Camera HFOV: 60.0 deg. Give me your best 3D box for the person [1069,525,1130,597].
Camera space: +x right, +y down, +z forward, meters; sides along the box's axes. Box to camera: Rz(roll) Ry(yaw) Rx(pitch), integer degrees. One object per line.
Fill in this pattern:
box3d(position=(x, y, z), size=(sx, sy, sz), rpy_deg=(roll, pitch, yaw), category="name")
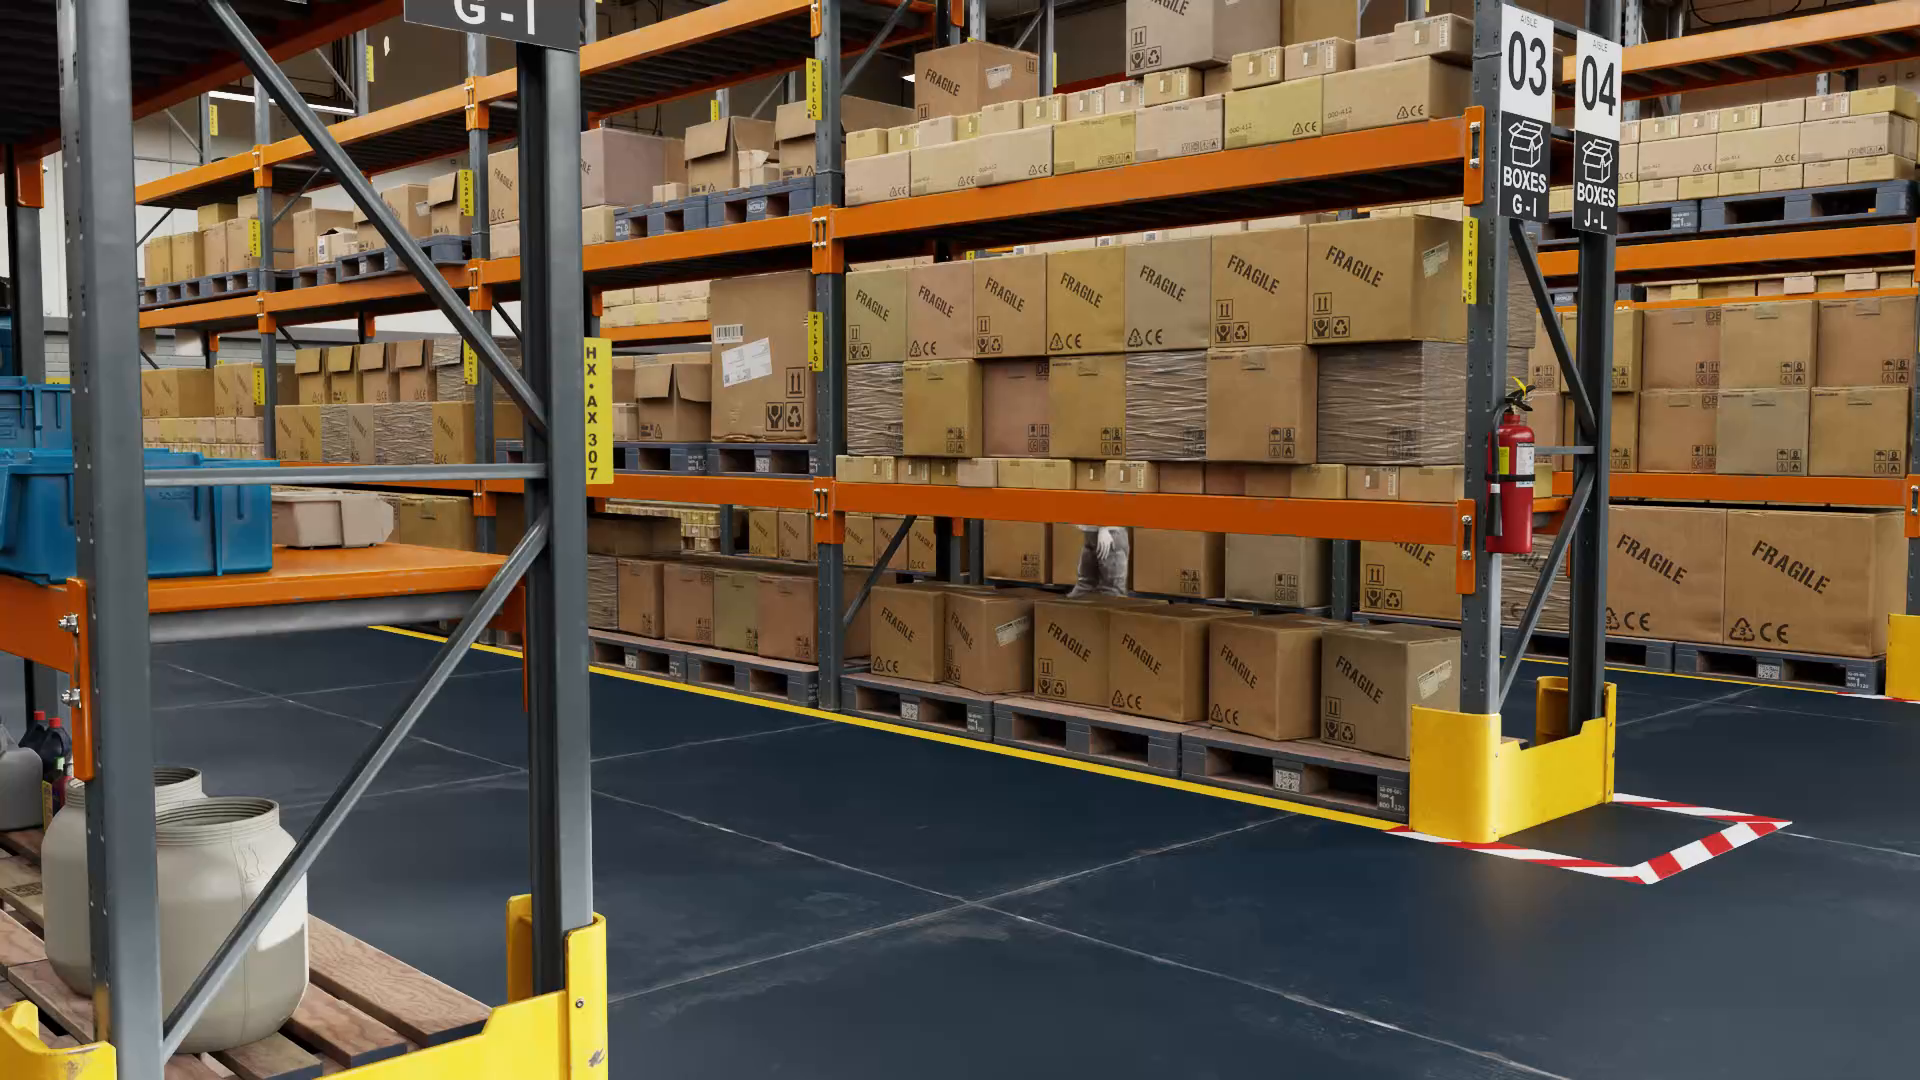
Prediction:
box3d(position=(0.932, -0.058, 11.400), size=(0.516, 1.783, 0.691), rpy_deg=(-1, 4, -11), category="person")
